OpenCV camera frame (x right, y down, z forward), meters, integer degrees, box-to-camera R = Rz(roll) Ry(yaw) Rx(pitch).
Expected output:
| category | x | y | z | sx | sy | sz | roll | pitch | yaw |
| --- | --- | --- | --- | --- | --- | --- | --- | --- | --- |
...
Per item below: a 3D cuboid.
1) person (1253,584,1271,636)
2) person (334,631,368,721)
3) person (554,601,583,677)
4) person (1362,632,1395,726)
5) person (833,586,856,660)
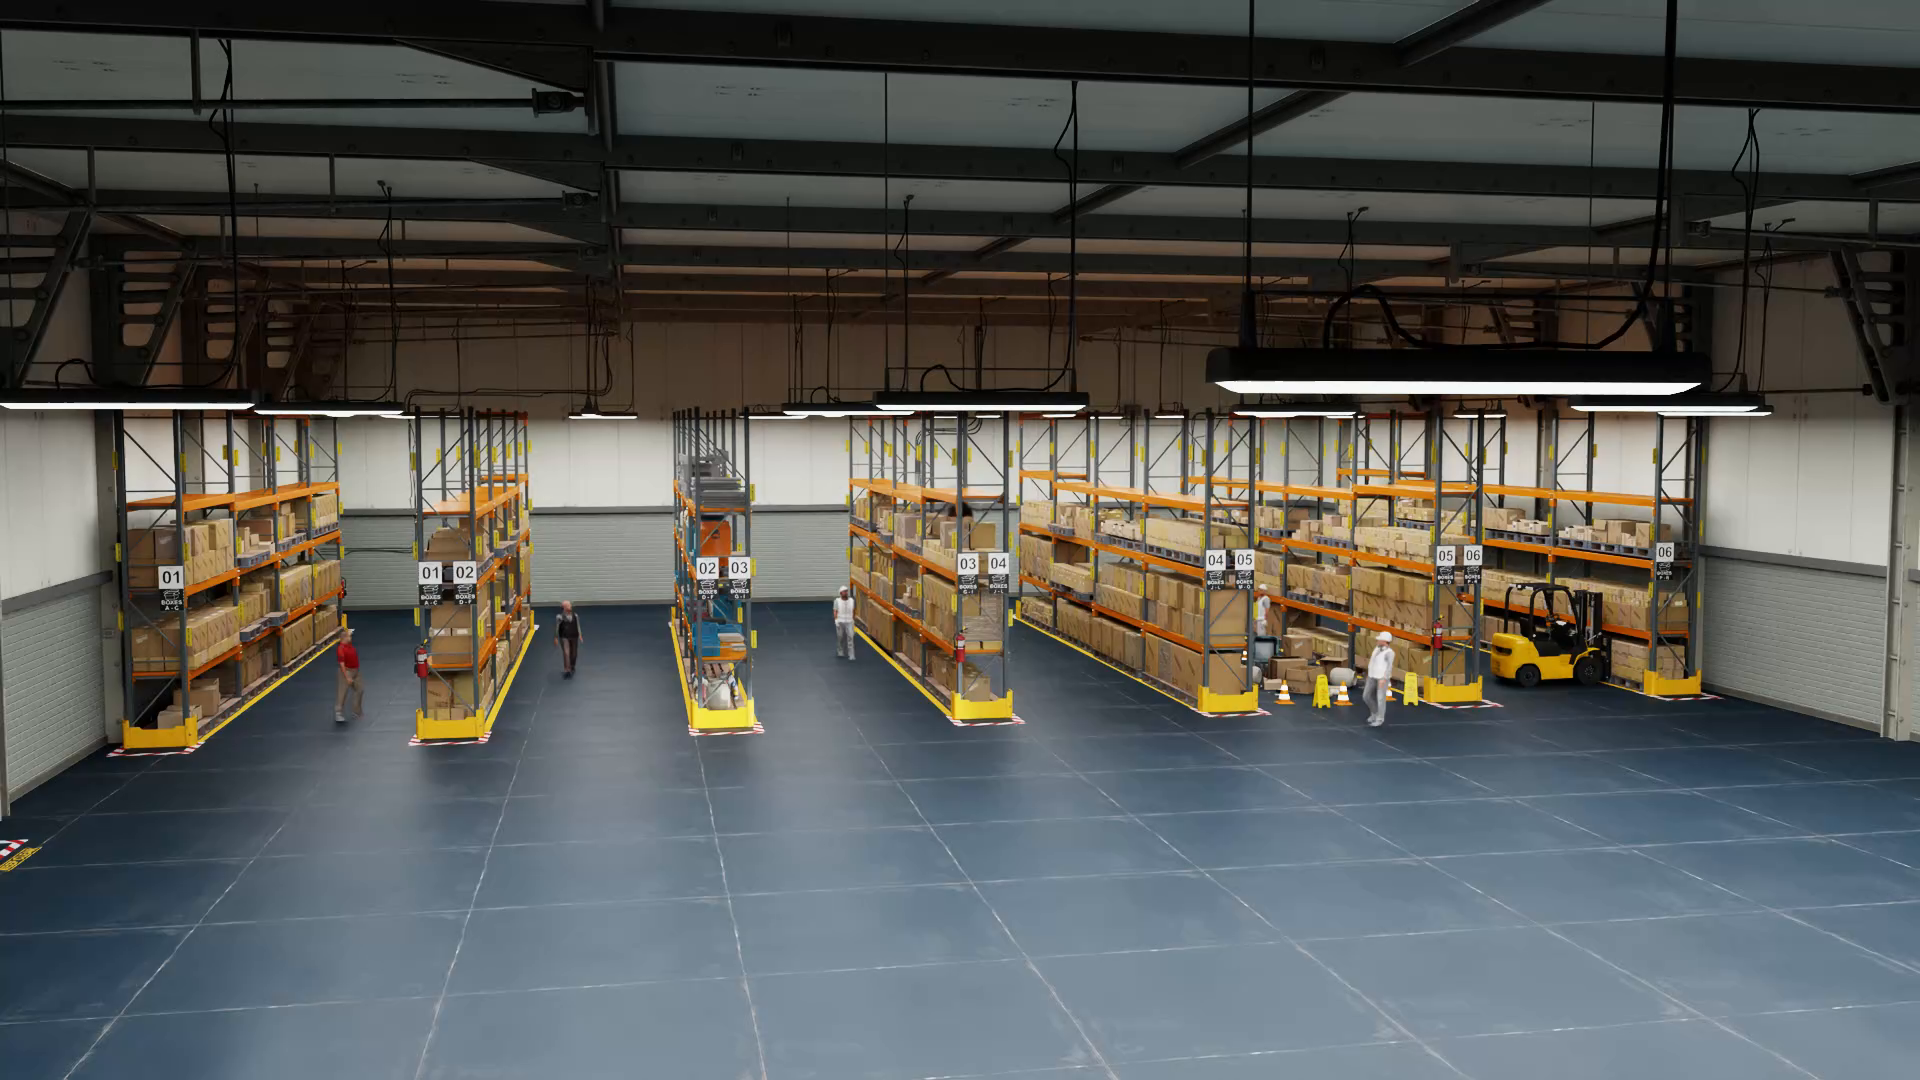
| category | x | y | z | sx | sy | sz | roll | pitch | yaw |
| --- | --- | --- | --- | --- | --- | --- | --- | --- | --- |
| person | 7.305 | 1.973 | 40.300 | 0.433 | 1.791 | 0.610 | 0 | 4 | 7 |
| person | -11.735 | 2.622 | 31.958 | 0.456 | 1.783 | 0.679 | 1 | 4 | 14 |
| person | -8.840 | 2.219 | 37.498 | 0.630 | 1.685 | 0.956 | -2 | 4 | -22 |
| person | 7.879 | 2.615 | 31.391 | 0.519 | 1.779 | 0.615 | -3 | 5 | -36 |
| person | -2.770 | 1.987 | 40.099 | 0.563 | 1.735 | 0.972 | -1 | 4 | -12 |
